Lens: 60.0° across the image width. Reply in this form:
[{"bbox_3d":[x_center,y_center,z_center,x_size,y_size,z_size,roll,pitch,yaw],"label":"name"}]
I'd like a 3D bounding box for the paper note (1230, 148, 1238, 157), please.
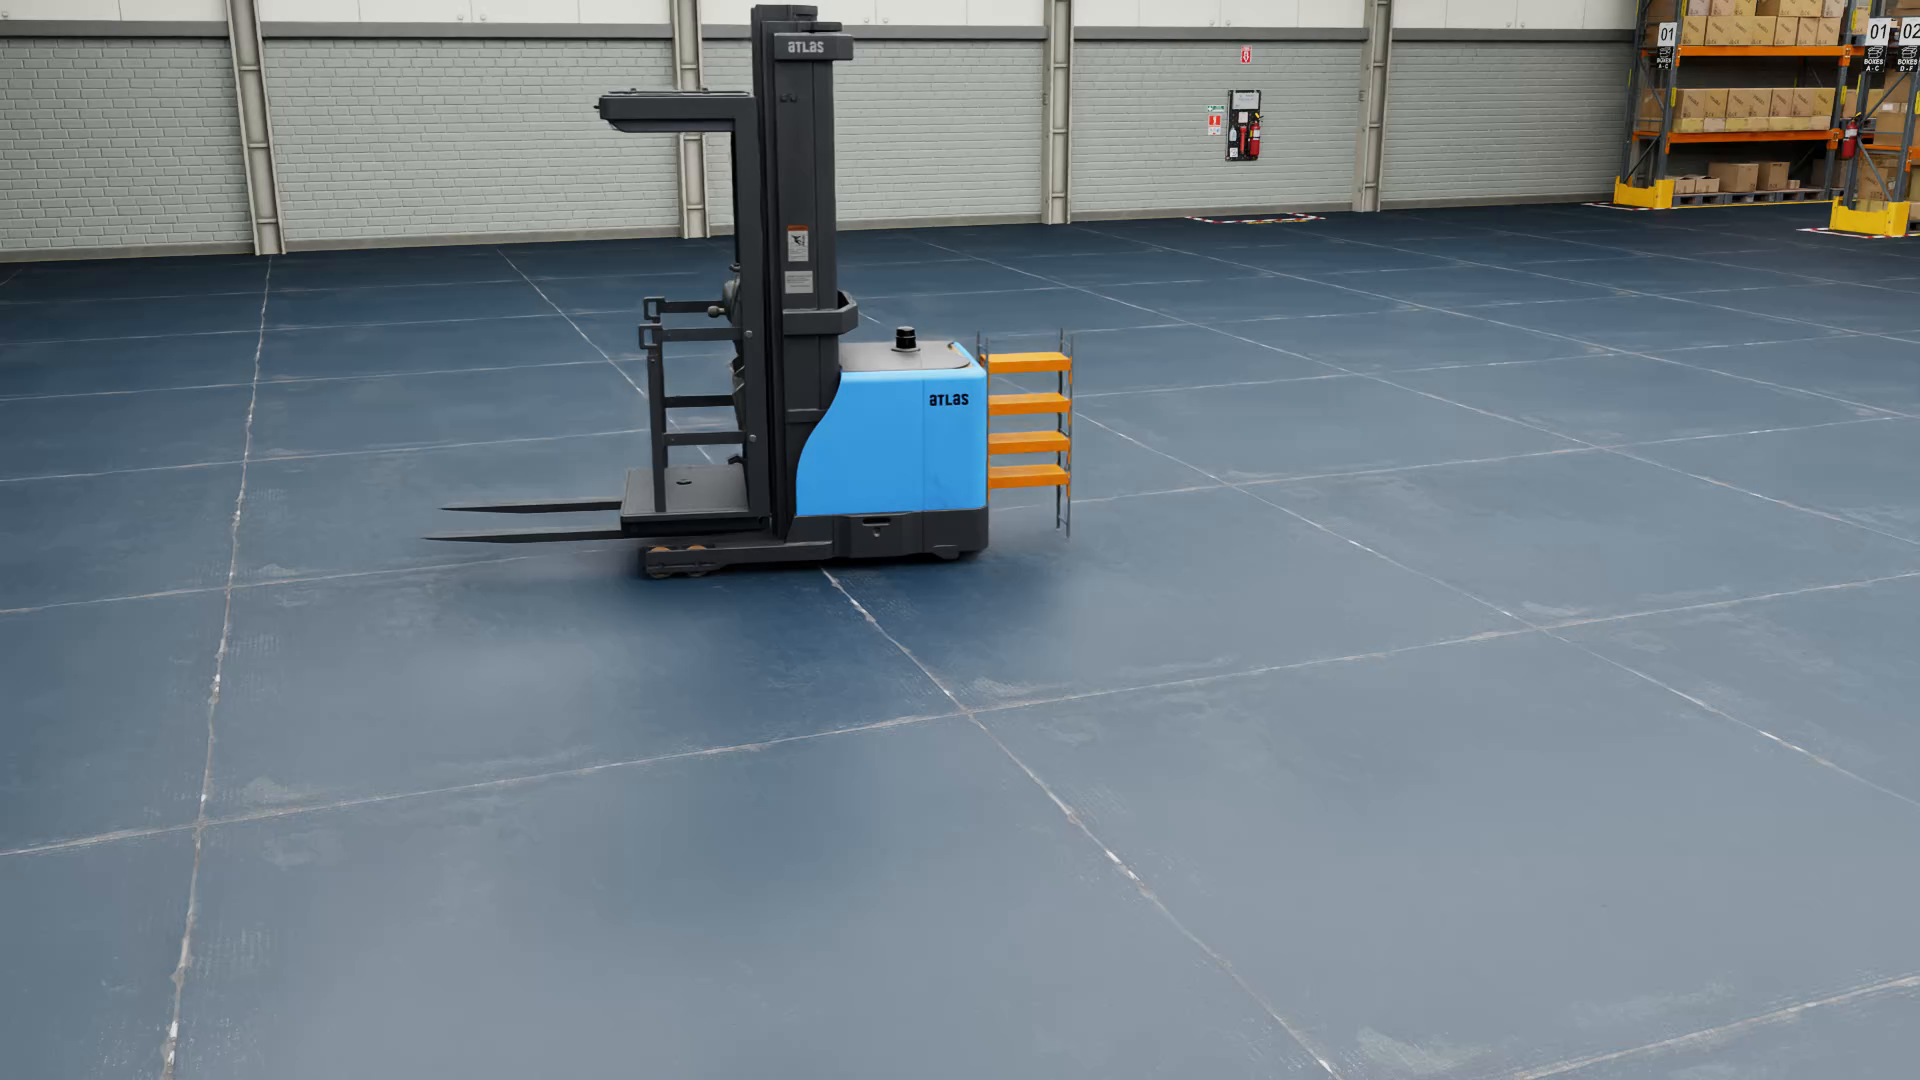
[{"bbox_3d":[4.664,-6.600,28.314,0.142,0.148,0.016,-6,17,-20],"label":"paper note"}]

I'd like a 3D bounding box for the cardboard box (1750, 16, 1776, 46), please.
[{"bbox_3d":[14.326,-9.191,30.037,0.500,0.500,0.500,-5,17,-17],"label":"cardboard box"}]

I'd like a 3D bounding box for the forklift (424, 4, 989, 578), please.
[{"bbox_3d":[-1.405,-1.361,9.031,3.031,2.935,1.130,-3,17,-9],"label":"forklift"}]

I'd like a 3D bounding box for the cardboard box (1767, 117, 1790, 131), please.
[{"bbox_3d":[14.903,-7.679,30.655,0.500,0.250,0.500,-6,17,-20],"label":"cardboard box"}]

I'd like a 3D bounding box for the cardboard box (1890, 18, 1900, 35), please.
[{"bbox_3d":[17.283,-9.666,31.280,0.500,0.311,0.500,-6,17,-18],"label":"cardboard box"}]

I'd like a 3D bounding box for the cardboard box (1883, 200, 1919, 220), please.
[{"bbox_3d":[14.790,-5.143,25.924,0.500,0.250,0.500,-6,17,-20],"label":"cardboard box"}]

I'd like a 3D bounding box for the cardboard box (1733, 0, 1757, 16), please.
[{"bbox_3d":[13.841,-9.612,29.695,0.500,0.500,0.500,-6,17,-19],"label":"cardboard box"}]

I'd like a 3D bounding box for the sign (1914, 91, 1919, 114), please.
[{"bbox_3d":[14.403,-6.572,24.979,0.005,0.325,0.100,-6,17,-20],"label":"sign"}]

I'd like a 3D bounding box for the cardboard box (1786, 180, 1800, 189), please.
[{"bbox_3d":[15.680,-6.762,31.548,0.250,0.166,0.380,-9,18,-27],"label":"cardboard box"}]

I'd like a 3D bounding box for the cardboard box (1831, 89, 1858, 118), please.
[{"bbox_3d":[16.656,-8.273,31.490,0.500,0.500,0.700,-6,17,-20],"label":"cardboard box"}]

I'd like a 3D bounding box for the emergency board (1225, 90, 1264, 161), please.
[{"bbox_3d":[4.854,-7.023,28.189,0.643,1.169,0.194,-6,17,-20],"label":"emergency board"}]

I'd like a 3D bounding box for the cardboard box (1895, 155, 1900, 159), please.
[{"bbox_3d":[18.217,-7.566,32.365,0.500,0.250,0.500,-6,17,-20],"label":"cardboard box"}]

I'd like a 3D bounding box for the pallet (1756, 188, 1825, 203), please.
[{"bbox_3d":[15.554,-6.557,31.552,1.213,0.211,1.003,-6,17,-20],"label":"pallet"}]

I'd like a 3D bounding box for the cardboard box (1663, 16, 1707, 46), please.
[{"bbox_3d":[12.836,-9.033,29.499,0.500,0.500,0.500,-6,17,-19],"label":"cardboard box"}]

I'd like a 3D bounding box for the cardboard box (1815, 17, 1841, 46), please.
[{"bbox_3d":[15.783,-9.352,30.586,0.500,0.500,0.500,-6,17,-19],"label":"cardboard box"}]

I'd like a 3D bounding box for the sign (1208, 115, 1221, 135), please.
[{"bbox_3d":[4.301,-7.011,28.087,0.234,0.329,0.001,-6,17,-20],"label":"sign"}]

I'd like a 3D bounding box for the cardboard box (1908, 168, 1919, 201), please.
[{"bbox_3d":[15.256,-5.554,25.992,0.500,0.500,0.500,-6,17,-20],"label":"cardboard box"}]

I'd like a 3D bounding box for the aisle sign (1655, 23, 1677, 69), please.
[{"bbox_3d":[12.474,-8.730,29.388,0.004,0.787,0.394,-6,17,-20],"label":"aisle sign"}]

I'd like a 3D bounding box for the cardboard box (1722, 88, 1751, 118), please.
[{"bbox_3d":[13.937,-7.933,30.188,0.500,0.500,0.500,-7,18,-22],"label":"cardboard box"}]

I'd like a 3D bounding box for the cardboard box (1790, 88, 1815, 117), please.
[{"bbox_3d":[15.374,-8.088,30.718,0.500,0.500,0.500,-6,17,-20],"label":"cardboard box"}]

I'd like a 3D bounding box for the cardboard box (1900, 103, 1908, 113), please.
[{"bbox_3d":[14.653,-6.608,25.447,0.250,0.149,0.380,-6,18,-20],"label":"cardboard box"}]

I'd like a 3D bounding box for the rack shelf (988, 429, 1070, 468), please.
[{"bbox_3d":[0.364,-0.527,9.501,0.480,0.148,0.258,-4,17,-12],"label":"rack shelf"}]

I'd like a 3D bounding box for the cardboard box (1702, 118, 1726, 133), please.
[{"bbox_3d":[13.483,-7.528,30.141,0.500,0.250,0.500,-7,18,-22],"label":"cardboard box"}]

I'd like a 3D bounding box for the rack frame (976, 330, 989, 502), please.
[{"bbox_3d":[0.126,-0.576,9.430,0.015,1.200,0.240,-4,17,-12],"label":"rack frame"}]

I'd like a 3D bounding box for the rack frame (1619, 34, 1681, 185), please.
[{"bbox_3d":[12.434,-7.569,30.048,0.127,3.000,1.000,-6,17,-20],"label":"rack frame"}]

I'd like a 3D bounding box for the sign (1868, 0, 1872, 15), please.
[{"bbox_3d":[14.029,-8.236,25.566,0.005,0.325,0.100,-6,17,-20],"label":"sign"}]

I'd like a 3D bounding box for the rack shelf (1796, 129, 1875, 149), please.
[{"bbox_3d":[18.037,-7.828,32.209,4.000,0.370,1.077,-6,17,-20],"label":"rack shelf"}]

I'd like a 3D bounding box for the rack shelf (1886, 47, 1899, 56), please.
[{"bbox_3d":[16.077,-7.561,25.976,4.000,0.370,1.077,-6,17,-20],"label":"rack shelf"}]

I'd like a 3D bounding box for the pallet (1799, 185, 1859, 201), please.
[{"bbox_3d":[16.895,-6.713,32.083,1.213,0.211,1.003,-6,17,-20],"label":"pallet"}]

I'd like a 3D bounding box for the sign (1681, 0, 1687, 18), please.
[{"bbox_3d":[12.628,-9.284,29.016,0.005,0.325,0.100,-6,17,-20],"label":"sign"}]

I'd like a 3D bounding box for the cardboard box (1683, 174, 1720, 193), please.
[{"bbox_3d":[13.644,-6.593,30.718,0.500,0.311,0.500,-5,17,-15],"label":"cardboard box"}]

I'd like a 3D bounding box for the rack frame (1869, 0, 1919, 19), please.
[{"bbox_3d":[14.210,-9.144,24.766,0.127,3.000,1.000,-6,17,-20],"label":"rack frame"}]

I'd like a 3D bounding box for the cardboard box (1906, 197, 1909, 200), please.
[{"bbox_3d":[15.067,-5.333,26.571,0.500,0.250,0.500,-6,17,-20],"label":"cardboard box"}]

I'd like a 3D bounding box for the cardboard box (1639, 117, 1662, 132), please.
[{"bbox_3d":[12.801,-7.604,30.401,0.500,0.250,0.500,-6,17,-19],"label":"cardboard box"}]

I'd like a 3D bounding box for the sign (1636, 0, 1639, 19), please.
[{"bbox_3d":[12.254,-9.581,30.005,0.005,0.325,0.100,-6,17,-20],"label":"sign"}]

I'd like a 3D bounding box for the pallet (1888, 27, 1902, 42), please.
[{"bbox_3d":[14.879,-7.727,25.420,1.213,0.211,1.003,-6,17,-20],"label":"pallet"}]

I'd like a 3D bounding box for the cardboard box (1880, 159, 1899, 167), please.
[{"bbox_3d":[17.806,-7.168,32.341,0.500,0.500,0.700,-6,17,-19],"label":"cardboard box"}]

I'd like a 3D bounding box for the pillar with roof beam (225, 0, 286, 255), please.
[{"bbox_3d":[-8.093,-7.193,18.121,0.400,9.000,9.100,-6,17,-20],"label":"pillar with roof beam"}]

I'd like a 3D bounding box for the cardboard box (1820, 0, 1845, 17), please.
[{"bbox_3d":[15.798,-9.827,30.426,0.500,0.500,0.500,-8,18,-25],"label":"cardboard box"}]

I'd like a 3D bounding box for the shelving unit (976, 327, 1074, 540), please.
[{"bbox_3d":[0.364,-0.591,9.482,0.503,1.200,0.258,-4,17,-12],"label":"shelving unit"}]

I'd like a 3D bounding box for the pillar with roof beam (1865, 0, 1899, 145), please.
[{"bbox_3d":[19.921,-10.217,28.421,0.400,9.000,9.100,-6,17,-20],"label":"pillar with roof beam"}]
